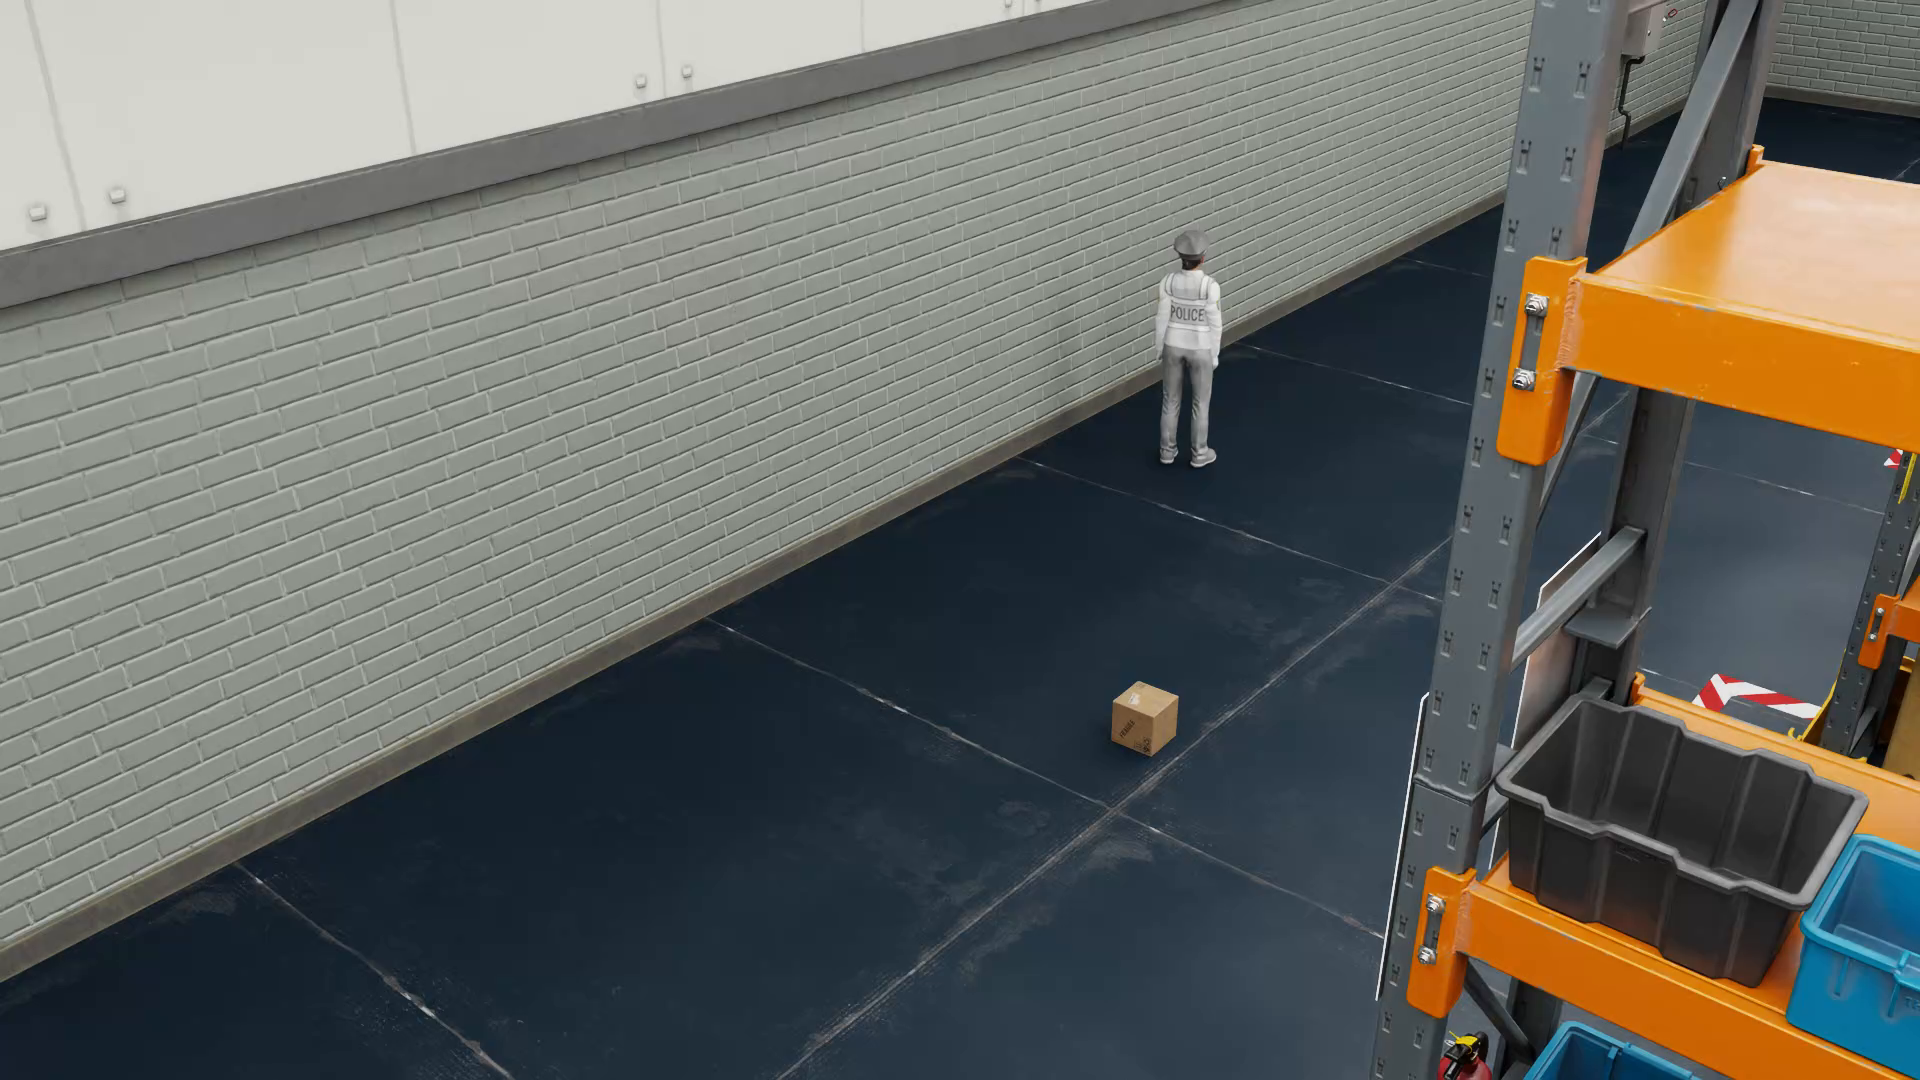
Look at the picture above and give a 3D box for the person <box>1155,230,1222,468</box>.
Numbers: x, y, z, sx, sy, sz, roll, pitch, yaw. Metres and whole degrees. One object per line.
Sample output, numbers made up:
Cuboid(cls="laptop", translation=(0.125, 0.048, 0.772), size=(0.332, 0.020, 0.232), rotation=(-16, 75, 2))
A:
Cuboid(cls="person", translation=(1.582, -1.317, 11.522), size=(0.461, 1.694, 0.354), rotation=(10, 29, 19))
